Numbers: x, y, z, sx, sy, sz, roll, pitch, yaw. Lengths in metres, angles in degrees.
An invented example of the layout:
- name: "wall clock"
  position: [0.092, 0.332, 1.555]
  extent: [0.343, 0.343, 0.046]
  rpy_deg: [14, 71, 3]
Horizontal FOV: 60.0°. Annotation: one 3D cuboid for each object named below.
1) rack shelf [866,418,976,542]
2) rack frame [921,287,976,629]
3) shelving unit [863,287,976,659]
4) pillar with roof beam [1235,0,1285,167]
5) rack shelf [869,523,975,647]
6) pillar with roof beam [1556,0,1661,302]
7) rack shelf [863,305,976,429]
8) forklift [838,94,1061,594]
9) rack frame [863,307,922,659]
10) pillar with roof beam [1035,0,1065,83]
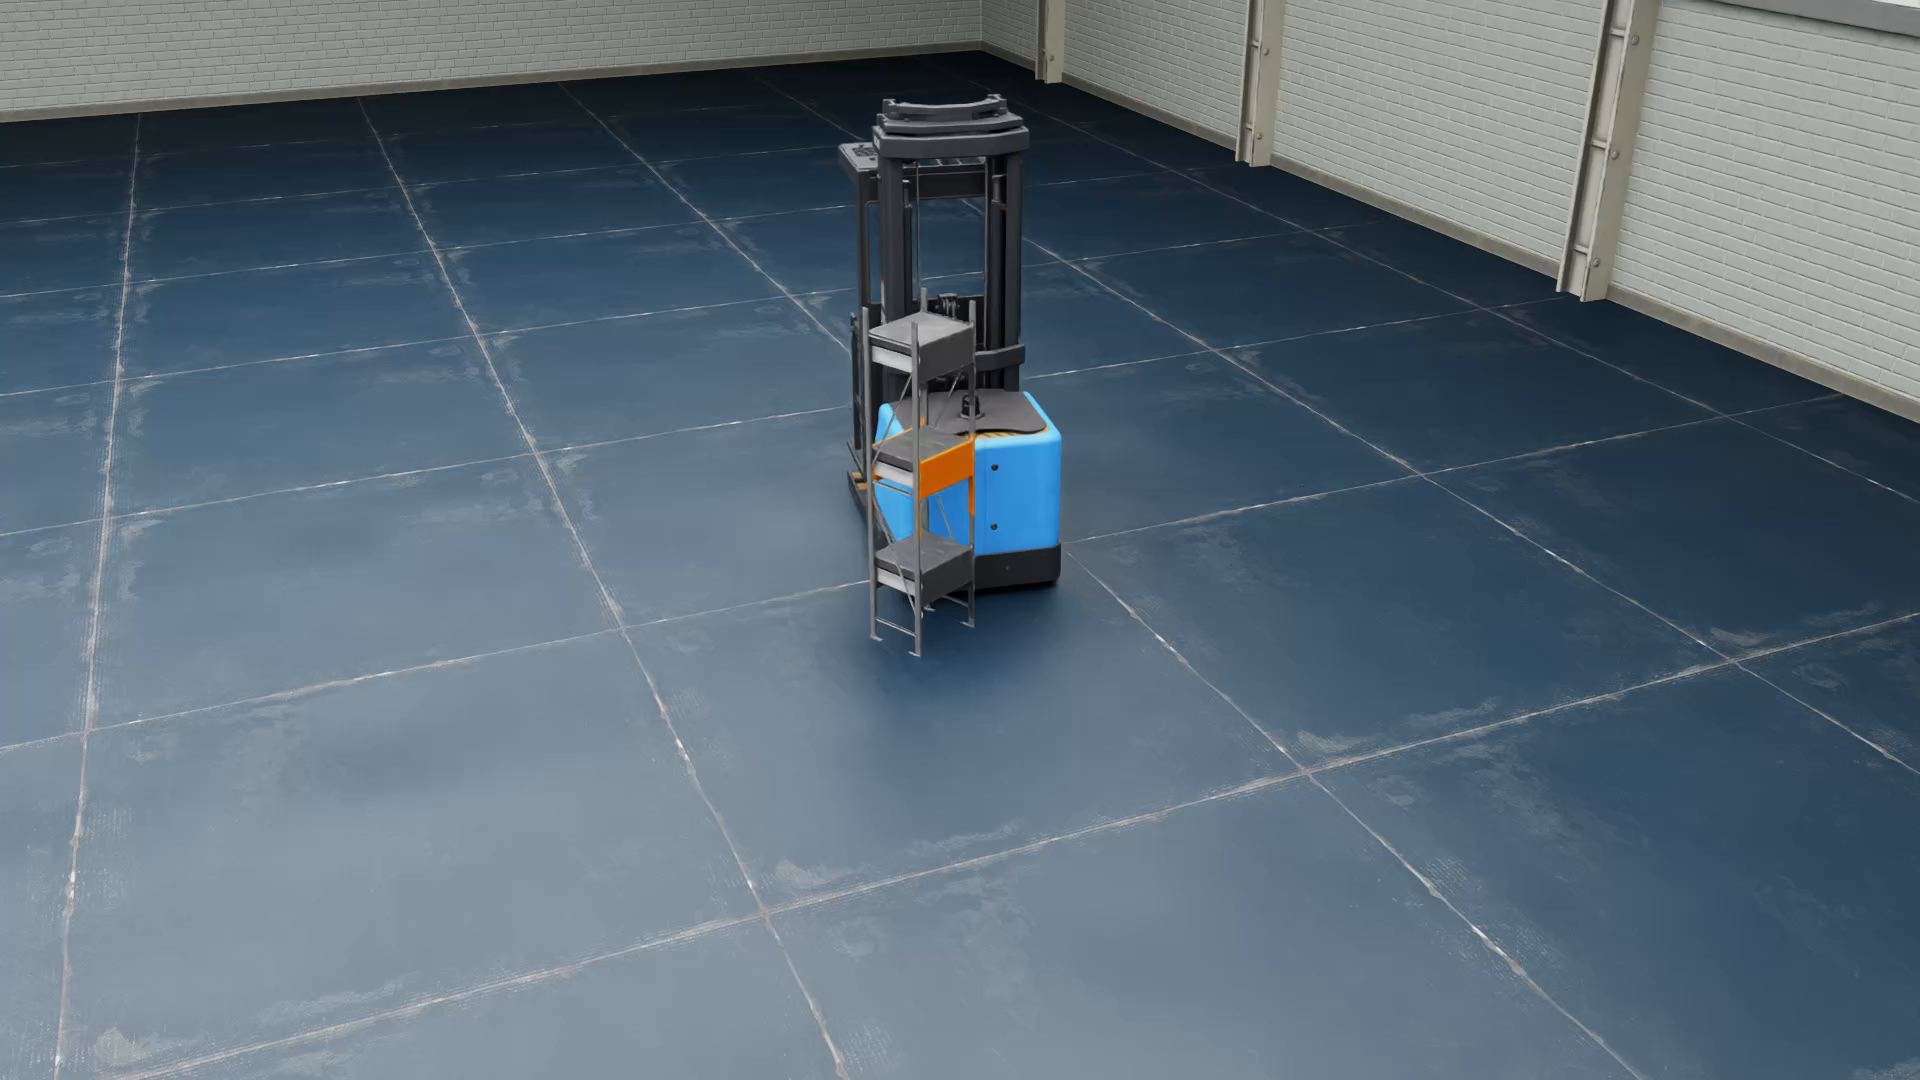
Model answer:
- name: "rack shelf"
  position: [-0.227, -0.362, 9.775]
  extent: [0.431, 0.518, 0.480]
  rpy_deg: [21, 33, 36]
- name: "rack frame"
  position: [-0.067, -0.455, 9.935]
  extent: [0.400, 2.100, 0.015]
  rpy_deg: [21, 33, 36]
- name: "shelving unit"
  position: [-0.227, -0.374, 9.769]
  extent: [0.431, 2.100, 0.503]
  rpy_deg: [21, 33, 36]
- name: "pillar with roof beam"
  position: [-0.202, -8.141, 17.813]
  extent: [9.100, 9.000, 0.400]
  rpy_deg: [-11, 28, -21]
- name: "rack shelf"
  position: [-0.227, 0.267, 10.082]
  extent: [0.431, 0.518, 0.480]
  rpy_deg: [21, 33, 36]
- name: "pillar with roof beam"
  position: [2.148, -5.719, 12.852]
  extent: [9.100, 9.000, 0.400]
  rpy_deg: [-11, 28, -21]
- name: "rack shelf"
  position: [-0.227, -0.991, 9.468]
  extent: [0.431, 0.518, 0.480]
  rpy_deg: [21, 33, 36]
- name: "forklift"
  position: [-0.193, -1.590, 11.312]
  extent: [1.130, 2.935, 3.031]
  rpy_deg: [-6, 27, -12]
- name: "rack frame"
  position: [-0.386, -0.293, 9.603]
  extent: [0.400, 2.100, 0.015]
  rpy_deg: [21, 33, 36]
- name: "pillar with roof beam"
  position: [-2.551, -10.563, 22.774]
  extent: [9.100, 9.000, 0.400]
  rpy_deg: [-11, 28, -21]
